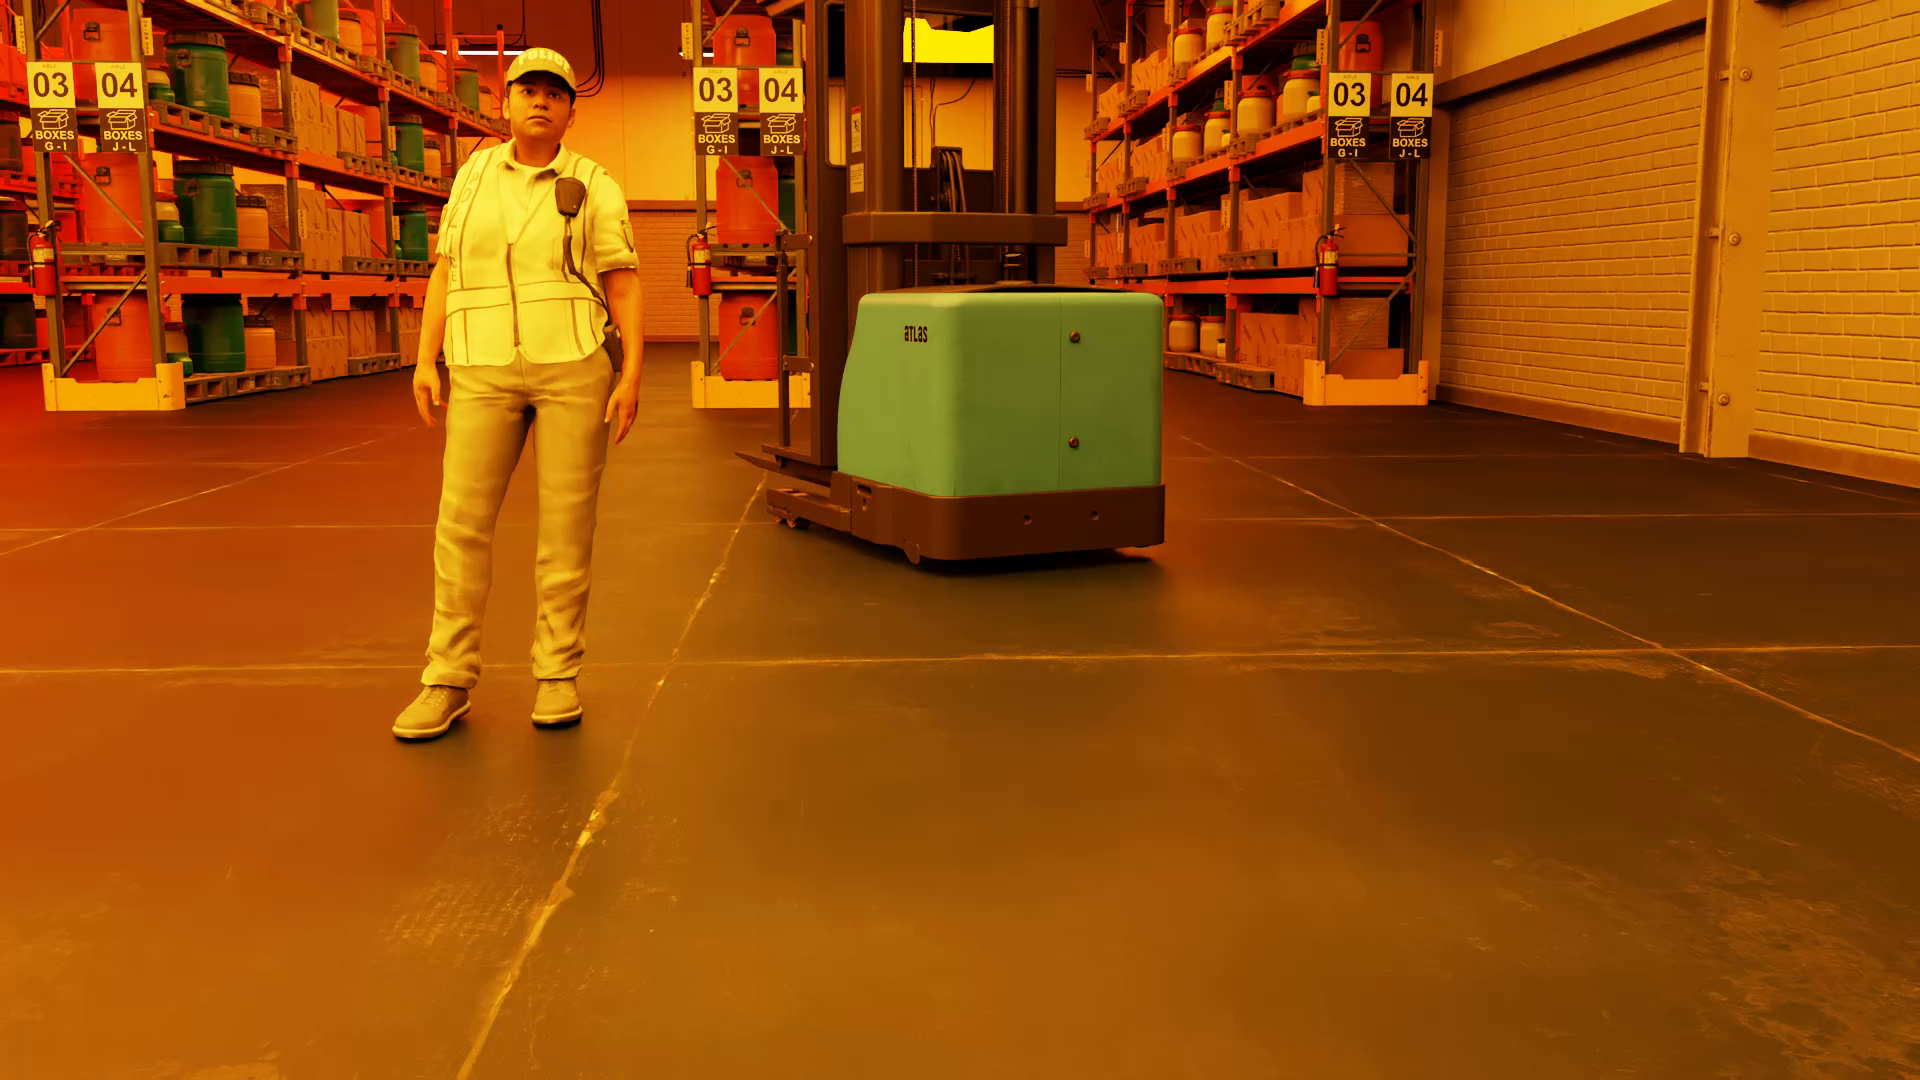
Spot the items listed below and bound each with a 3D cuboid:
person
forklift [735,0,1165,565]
[{"bbox_3d":[-1.098,-0.380,4.147,0.598,1.670,0.529,0,8,-3],"label":"person"},{"bbox_3d":[-0.264,-1.530,7.637,1.130,2.935,3.031,-4,9,-25],"label":"forklift"}]
